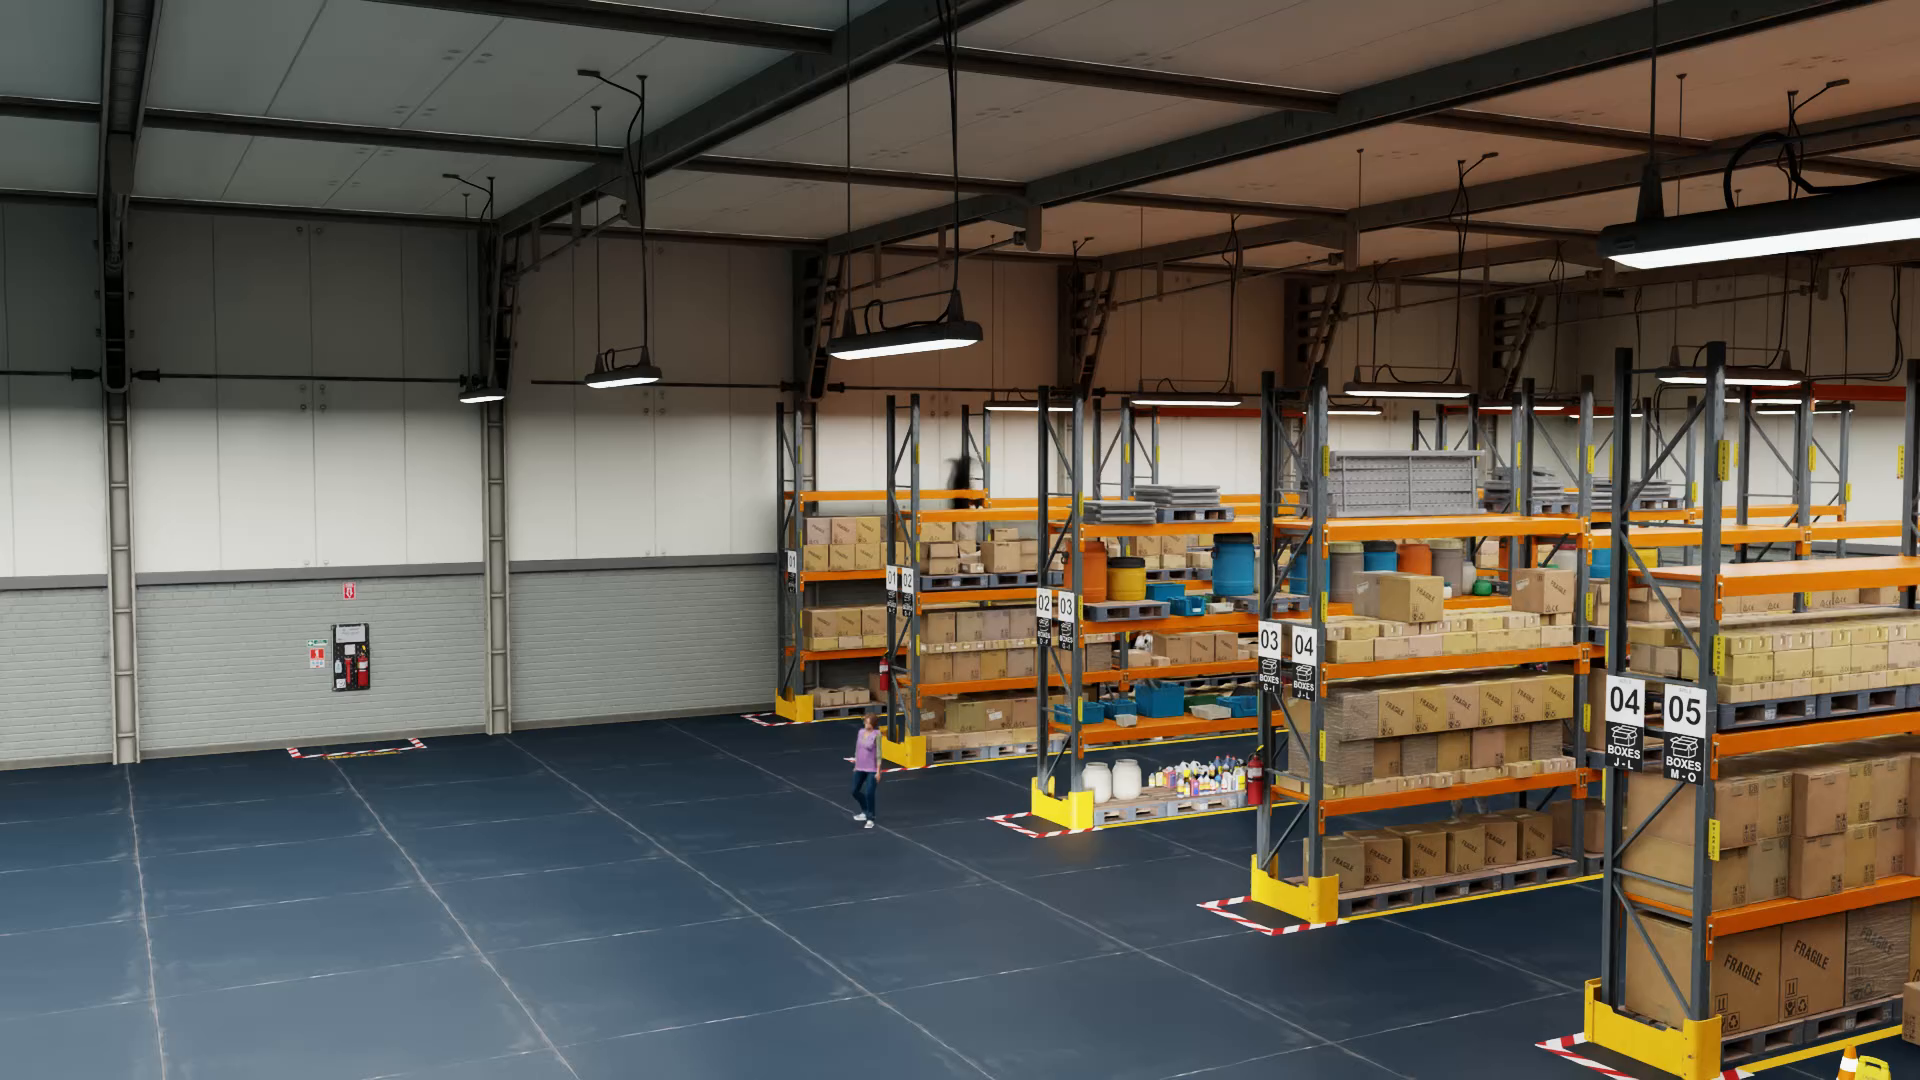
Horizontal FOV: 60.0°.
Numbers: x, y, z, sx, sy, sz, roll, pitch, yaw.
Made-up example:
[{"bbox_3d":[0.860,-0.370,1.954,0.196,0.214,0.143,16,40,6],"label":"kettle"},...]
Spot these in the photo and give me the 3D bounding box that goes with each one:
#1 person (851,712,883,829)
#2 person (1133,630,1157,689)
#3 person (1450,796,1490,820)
[{"bbox_3d":[-1.255,3.104,22.496,0.541,1.578,0.433,2,4,29],"label":"person"},{"bbox_3d":[3.673,2.466,32.857,0.811,1.739,0.582,-2,4,-32],"label":"person"},{"bbox_3d":[6.965,3.068,22.783,0.789,1.684,0.494,-3,4,-38],"label":"person"}]
